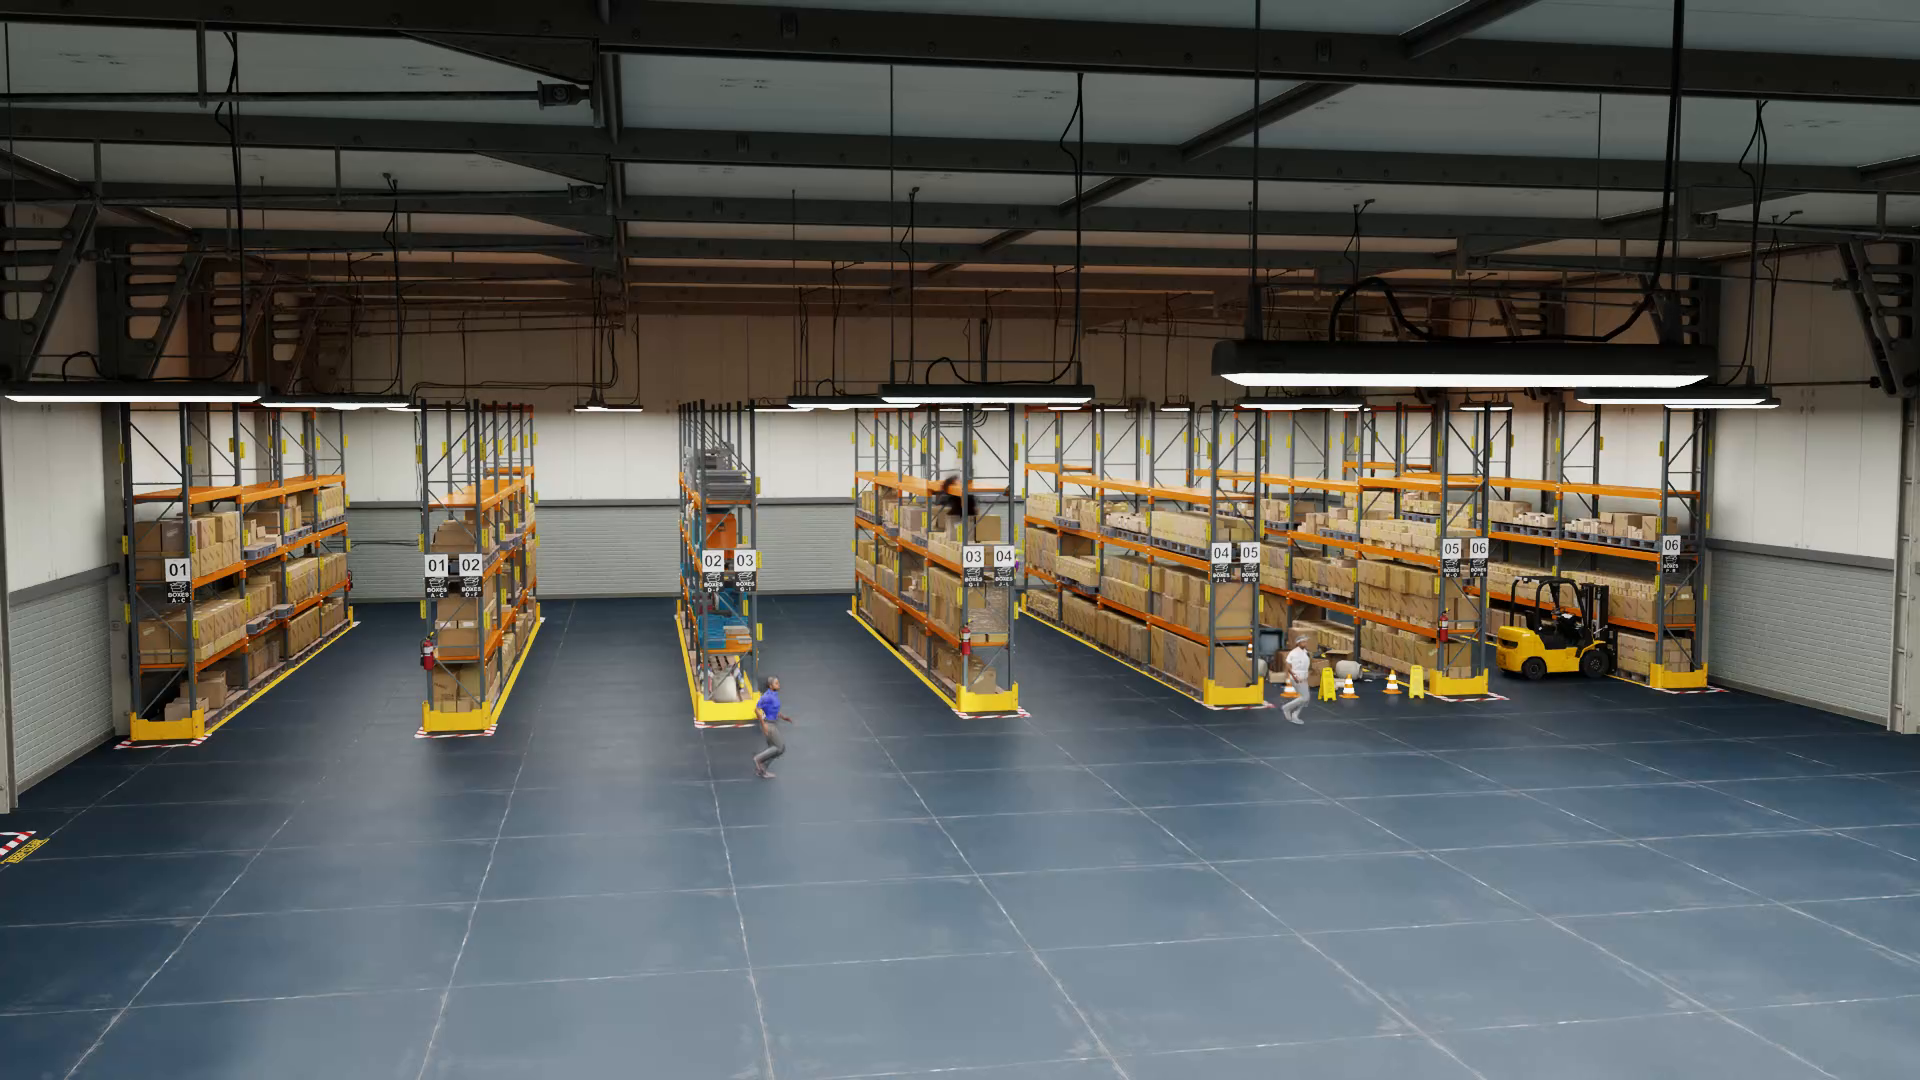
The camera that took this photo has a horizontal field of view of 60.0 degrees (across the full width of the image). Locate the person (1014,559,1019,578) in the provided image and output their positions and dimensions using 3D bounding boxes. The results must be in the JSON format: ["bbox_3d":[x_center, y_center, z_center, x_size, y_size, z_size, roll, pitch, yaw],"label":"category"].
[{"bbox_3d":[1.485,1.251,49.860,0.600,1.479,0.818,-1,4,-8],"label":"person"}]

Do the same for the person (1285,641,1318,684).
[{"bbox_3d":[6.356,2.217,30.772,0.497,0.862,0.566,3,5,37],"label":"person"}]

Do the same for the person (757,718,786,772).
[{"bbox_3d":[-2.969,3.227,26.221,0.499,0.908,0.368,1,4,9],"label":"person"}]
